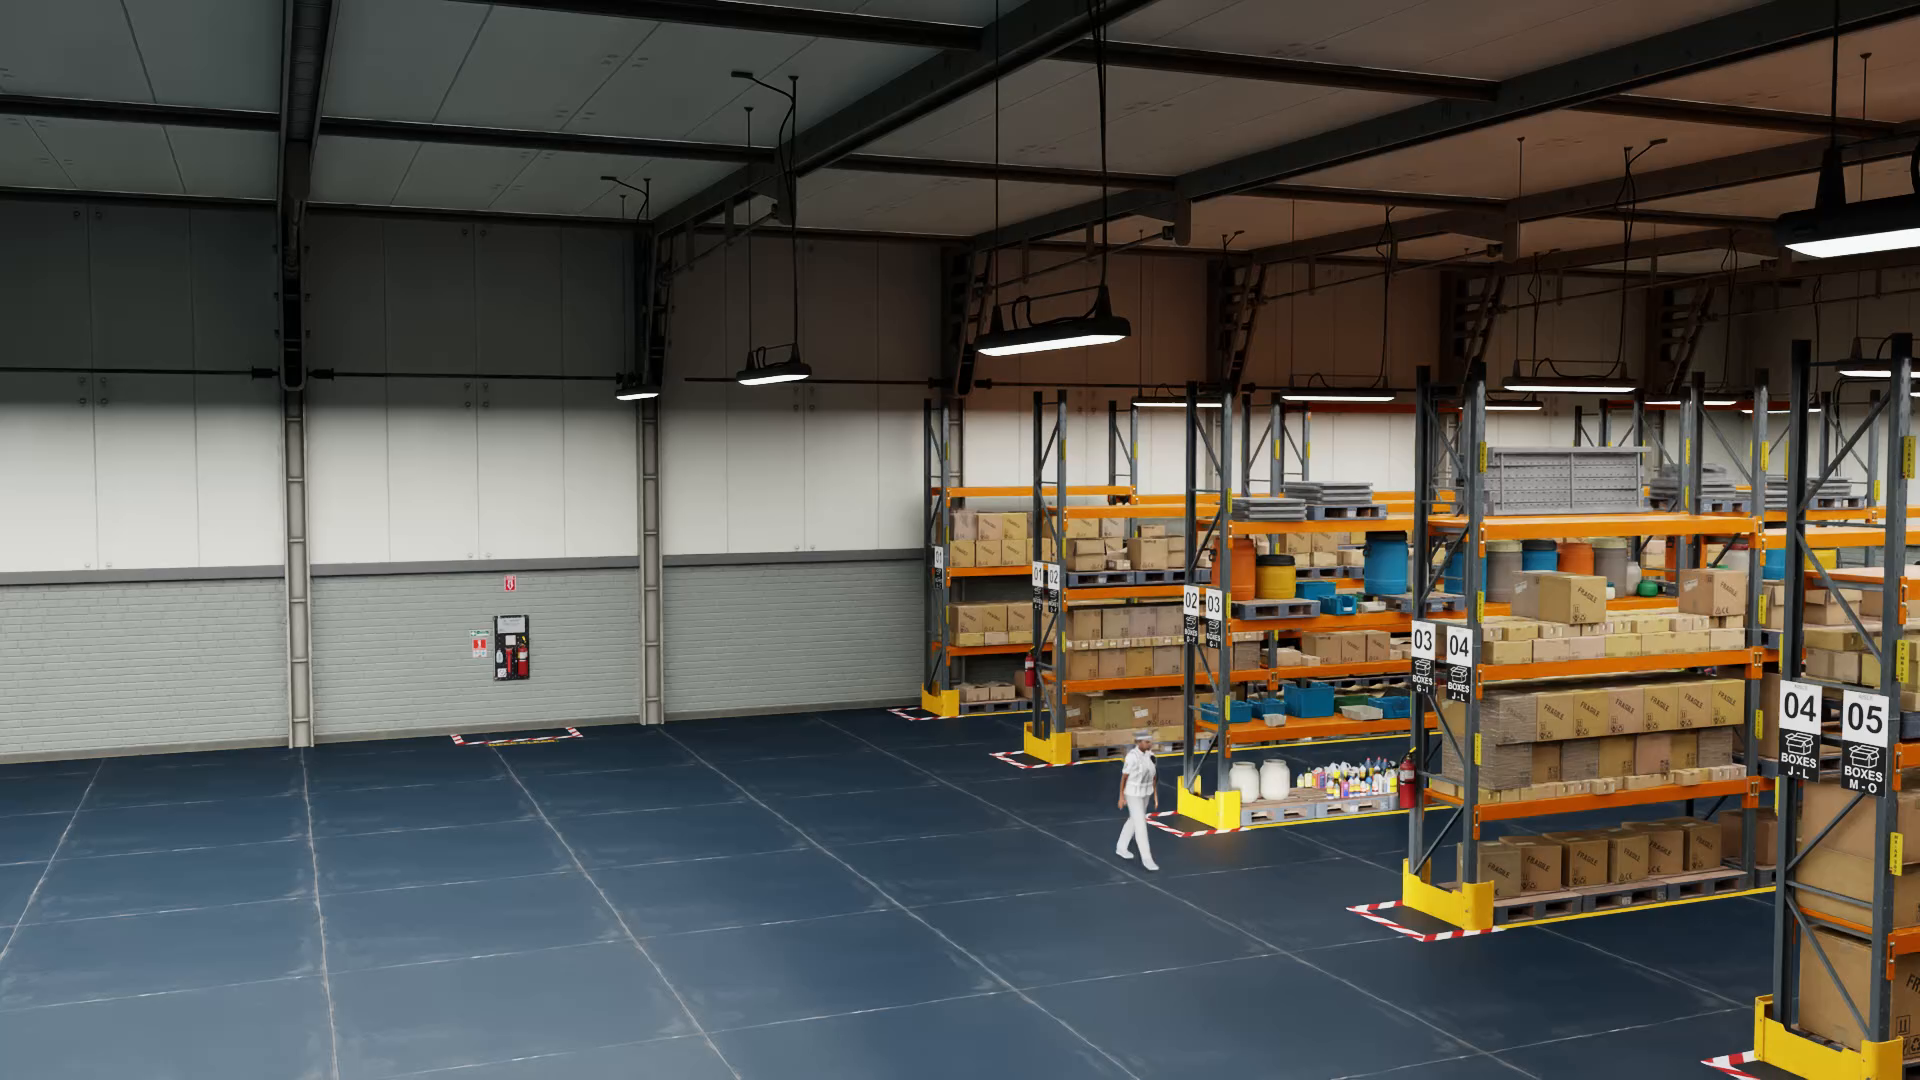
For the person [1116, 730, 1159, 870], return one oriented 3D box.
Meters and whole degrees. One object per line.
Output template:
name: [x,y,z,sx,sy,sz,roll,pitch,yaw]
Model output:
person: [2.213,3.125,20.342,0.507,1.630,0.859,-3,5,-45]
